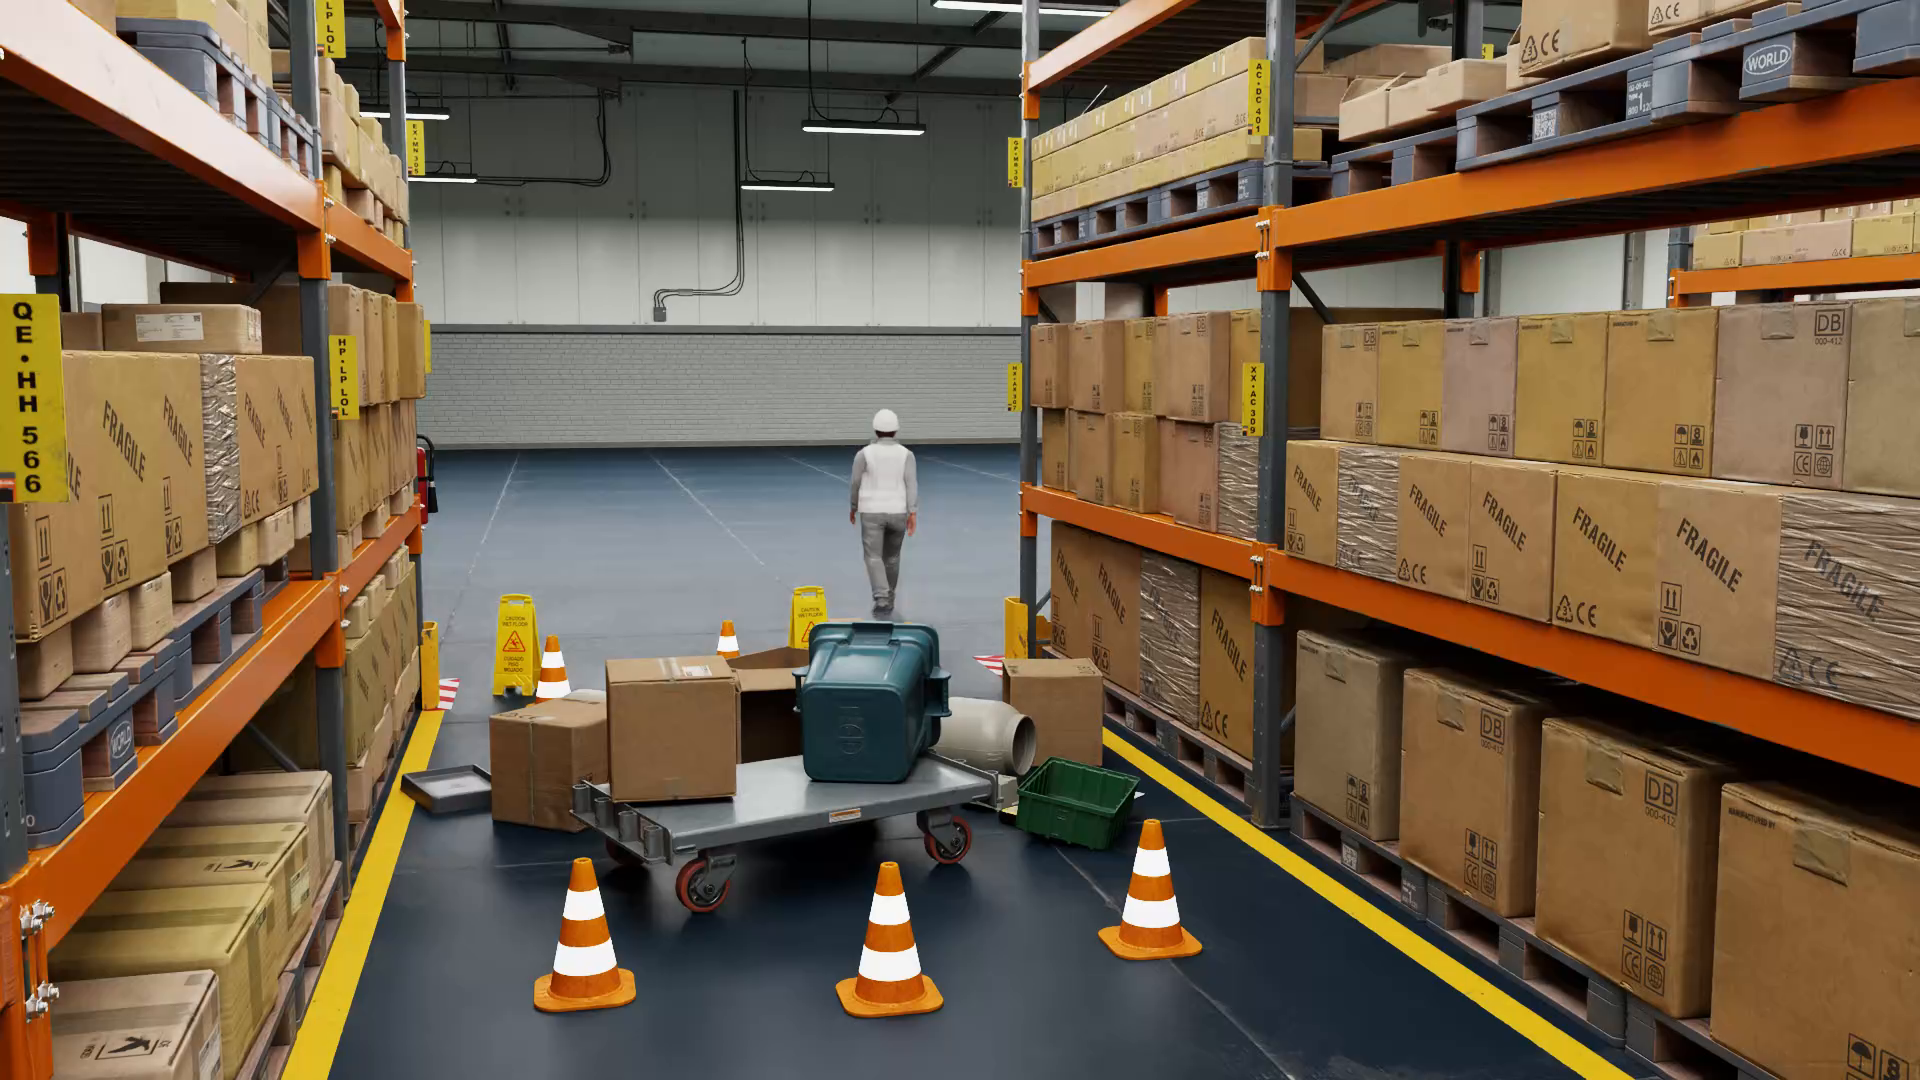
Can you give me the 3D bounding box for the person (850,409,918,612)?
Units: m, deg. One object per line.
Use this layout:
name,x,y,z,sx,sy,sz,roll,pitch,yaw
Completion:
person,-0.649,-0.236,14.043,0.549,1.733,1.018,-1,6,-14
